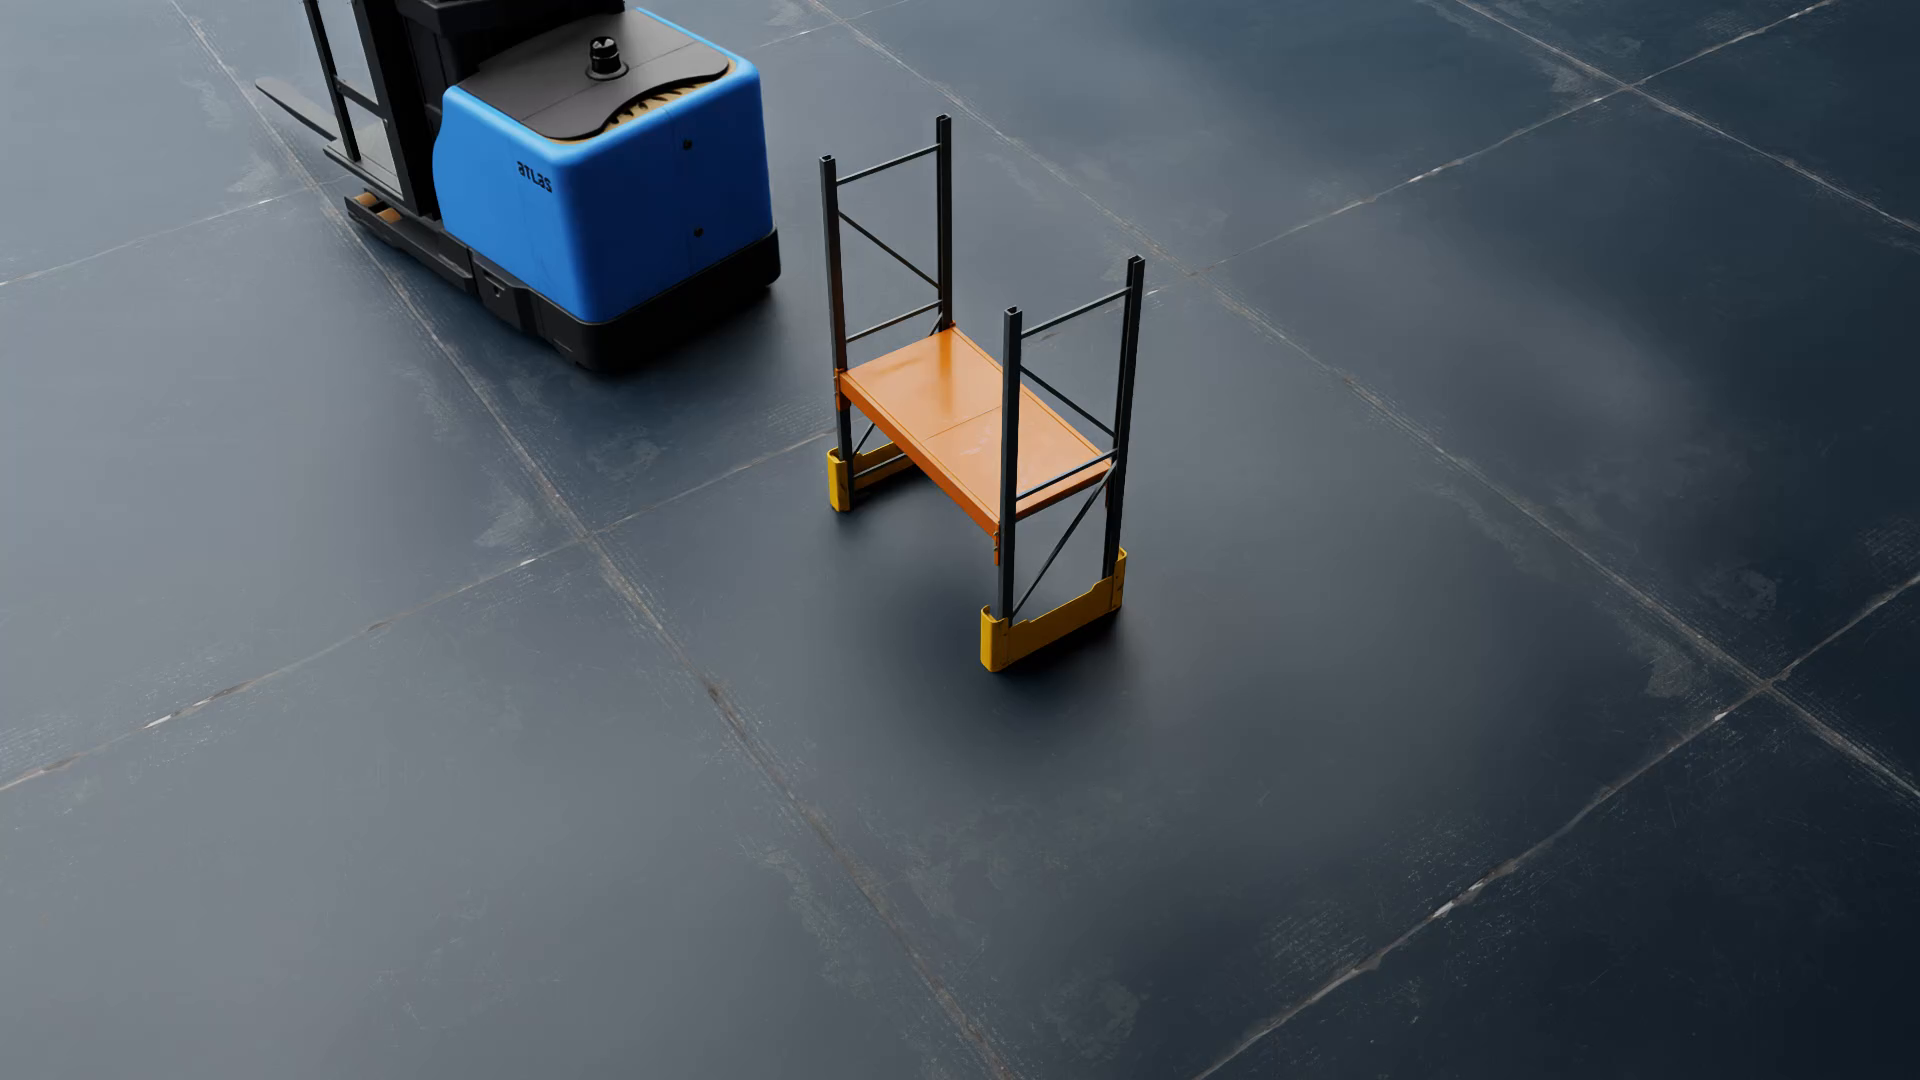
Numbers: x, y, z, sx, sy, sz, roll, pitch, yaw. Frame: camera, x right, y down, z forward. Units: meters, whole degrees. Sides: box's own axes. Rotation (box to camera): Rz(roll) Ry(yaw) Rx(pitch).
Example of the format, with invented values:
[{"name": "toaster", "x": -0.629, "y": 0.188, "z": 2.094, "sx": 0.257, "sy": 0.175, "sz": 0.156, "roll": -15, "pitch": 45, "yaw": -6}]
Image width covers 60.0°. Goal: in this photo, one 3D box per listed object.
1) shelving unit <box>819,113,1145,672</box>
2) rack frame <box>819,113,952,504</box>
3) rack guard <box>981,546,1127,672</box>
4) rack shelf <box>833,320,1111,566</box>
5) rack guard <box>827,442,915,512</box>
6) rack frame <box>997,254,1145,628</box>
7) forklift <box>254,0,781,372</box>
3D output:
[{"name": "shelving unit", "x": 0.044, "y": -0.499, "z": 5.687, "sx": 0.587, "sy": 1.500, "sz": 1.083, "roll": -26, "pitch": 49, "yaw": -24}, {"name": "rack frame", "x": -0.242, "y": -0.782, "z": 5.983, "sx": 0.500, "sy": 1.500, "sz": 0.032, "roll": -26, "pitch": 49, "yaw": -24}, {"name": "rack guard", "x": 0.329, "y": 0.235, "z": 5.823, "sx": 0.587, "sy": 0.250, "sz": 0.087, "roll": -26, "pitch": 49, "yaw": -24}, {"name": "rack shelf", "x": 0.049, "y": -0.364, "z": 5.806, "sx": 0.538, "sy": 0.185, "sz": 1.000, "roll": -26, "pitch": 49, "yaw": -24}, {"name": "rack guard", "x": -0.241, "y": -0.329, "z": 6.414, "sx": 0.587, "sy": 0.250, "sz": 0.087, "roll": -26, "pitch": 49, "yaw": -24}, {"name": "rack frame", "x": 0.340, "y": -0.206, "z": 5.380, "sx": 0.500, "sy": 1.500, "sz": 0.032, "roll": -26, "pitch": 49, "yaw": -24}, {"name": "forklift", "x": -2.213, "y": -2.653, "z": 6.907, "sx": 3.031, "sy": 2.935, "sz": 1.130, "roll": 33, "pitch": 53, "yaw": 30}]
